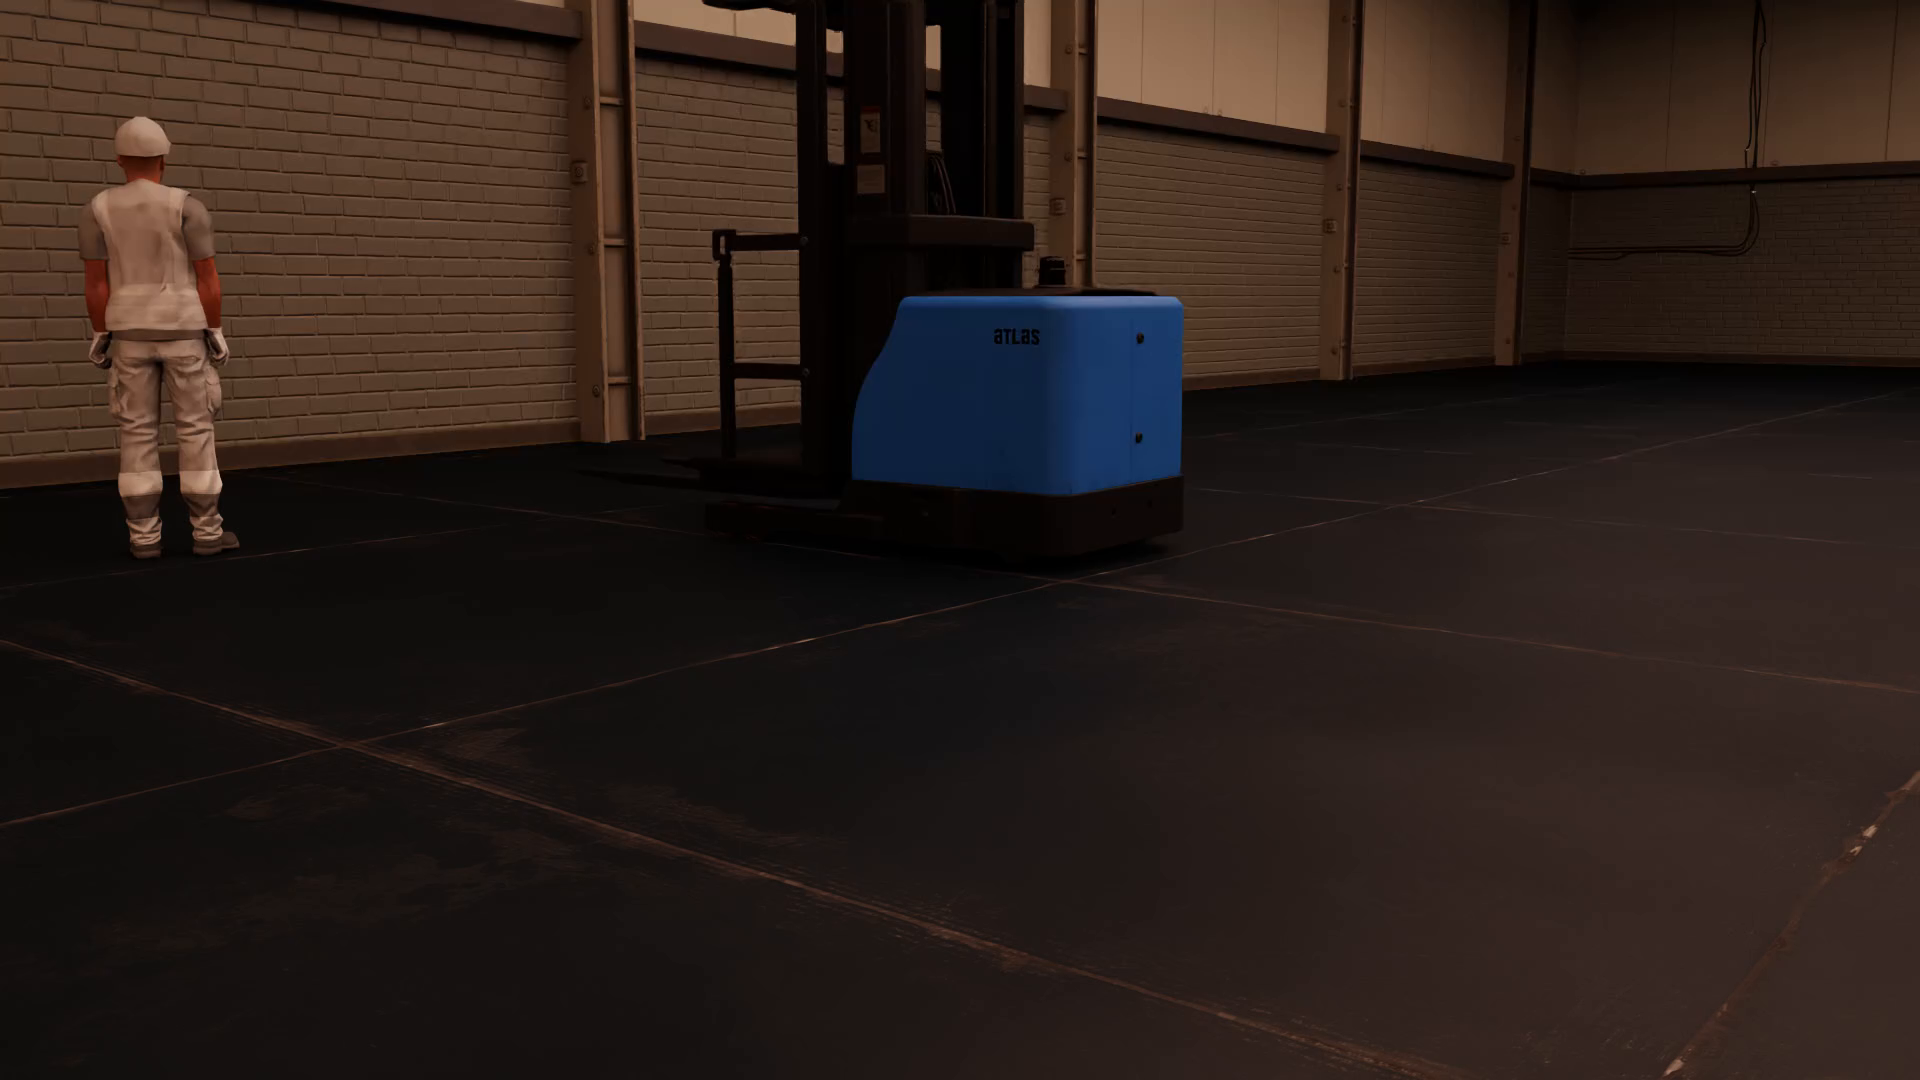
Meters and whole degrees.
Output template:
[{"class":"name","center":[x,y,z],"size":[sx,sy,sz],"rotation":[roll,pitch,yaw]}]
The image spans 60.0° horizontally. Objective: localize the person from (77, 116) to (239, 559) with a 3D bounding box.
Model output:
[{"class":"person","center":[-3.309,-0.826,6.876],"size":[0.535,1.794,0.375],"rotation":[-2,9,-17]}]

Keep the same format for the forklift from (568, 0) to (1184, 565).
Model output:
[{"class":"forklift","center":[-0.529,-1.496,7.504],"size":[3.031,2.935,1.130],"rotation":[6,10,35]}]
